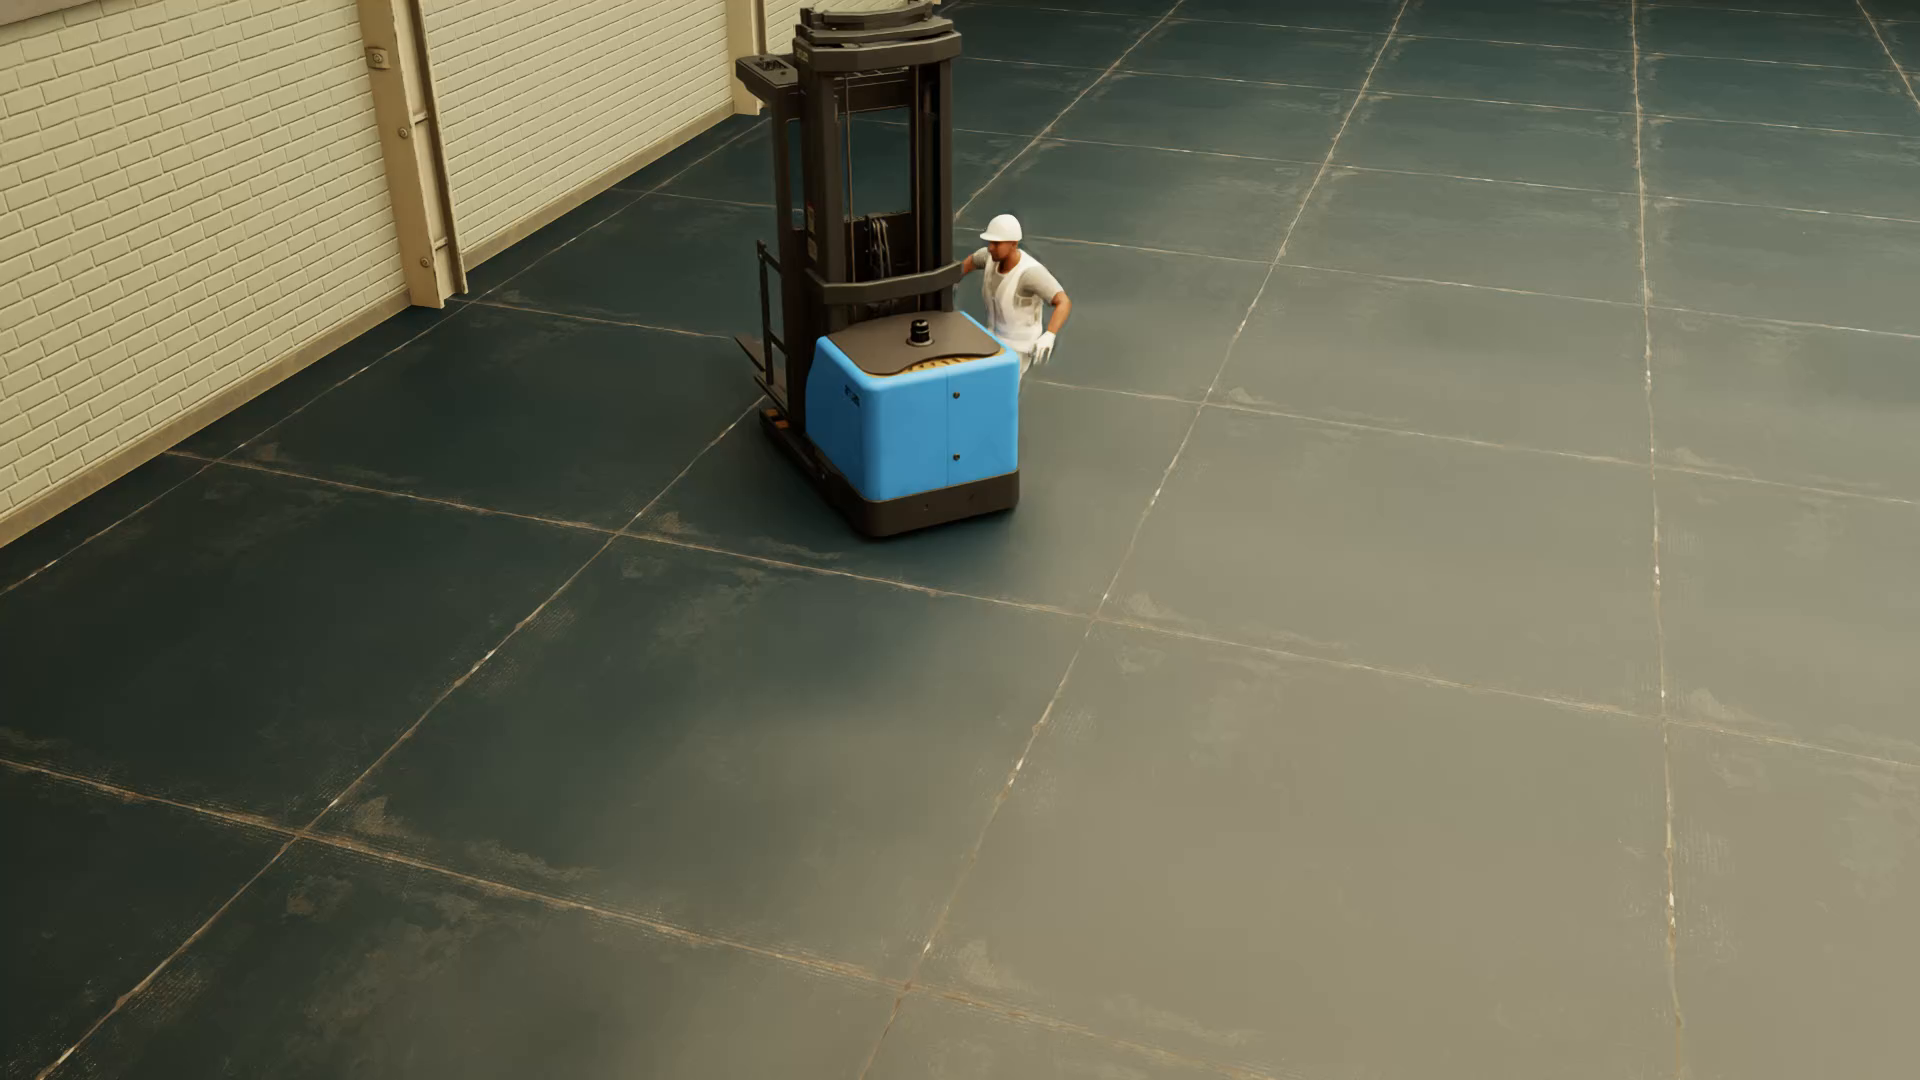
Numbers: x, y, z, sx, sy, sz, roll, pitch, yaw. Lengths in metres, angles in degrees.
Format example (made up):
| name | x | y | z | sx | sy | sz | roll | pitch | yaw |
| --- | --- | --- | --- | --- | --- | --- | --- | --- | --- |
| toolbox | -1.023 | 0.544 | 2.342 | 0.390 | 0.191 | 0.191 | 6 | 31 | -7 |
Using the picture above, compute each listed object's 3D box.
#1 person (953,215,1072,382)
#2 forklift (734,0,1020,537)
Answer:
| name | x | y | z | sx | sy | sz | roll | pitch | yaw |
| --- | --- | --- | --- | --- | --- | --- | --- | --- | --- |
| person | 0.148 | -1.222 | 10.568 | 0.807 | 1.666 | 1.082 | -16 | 34 | -26 |
| forklift | -0.719 | -2.000 | 10.645 | 1.130 | 2.935 | 3.031 | -13 | 32 | -22 |
